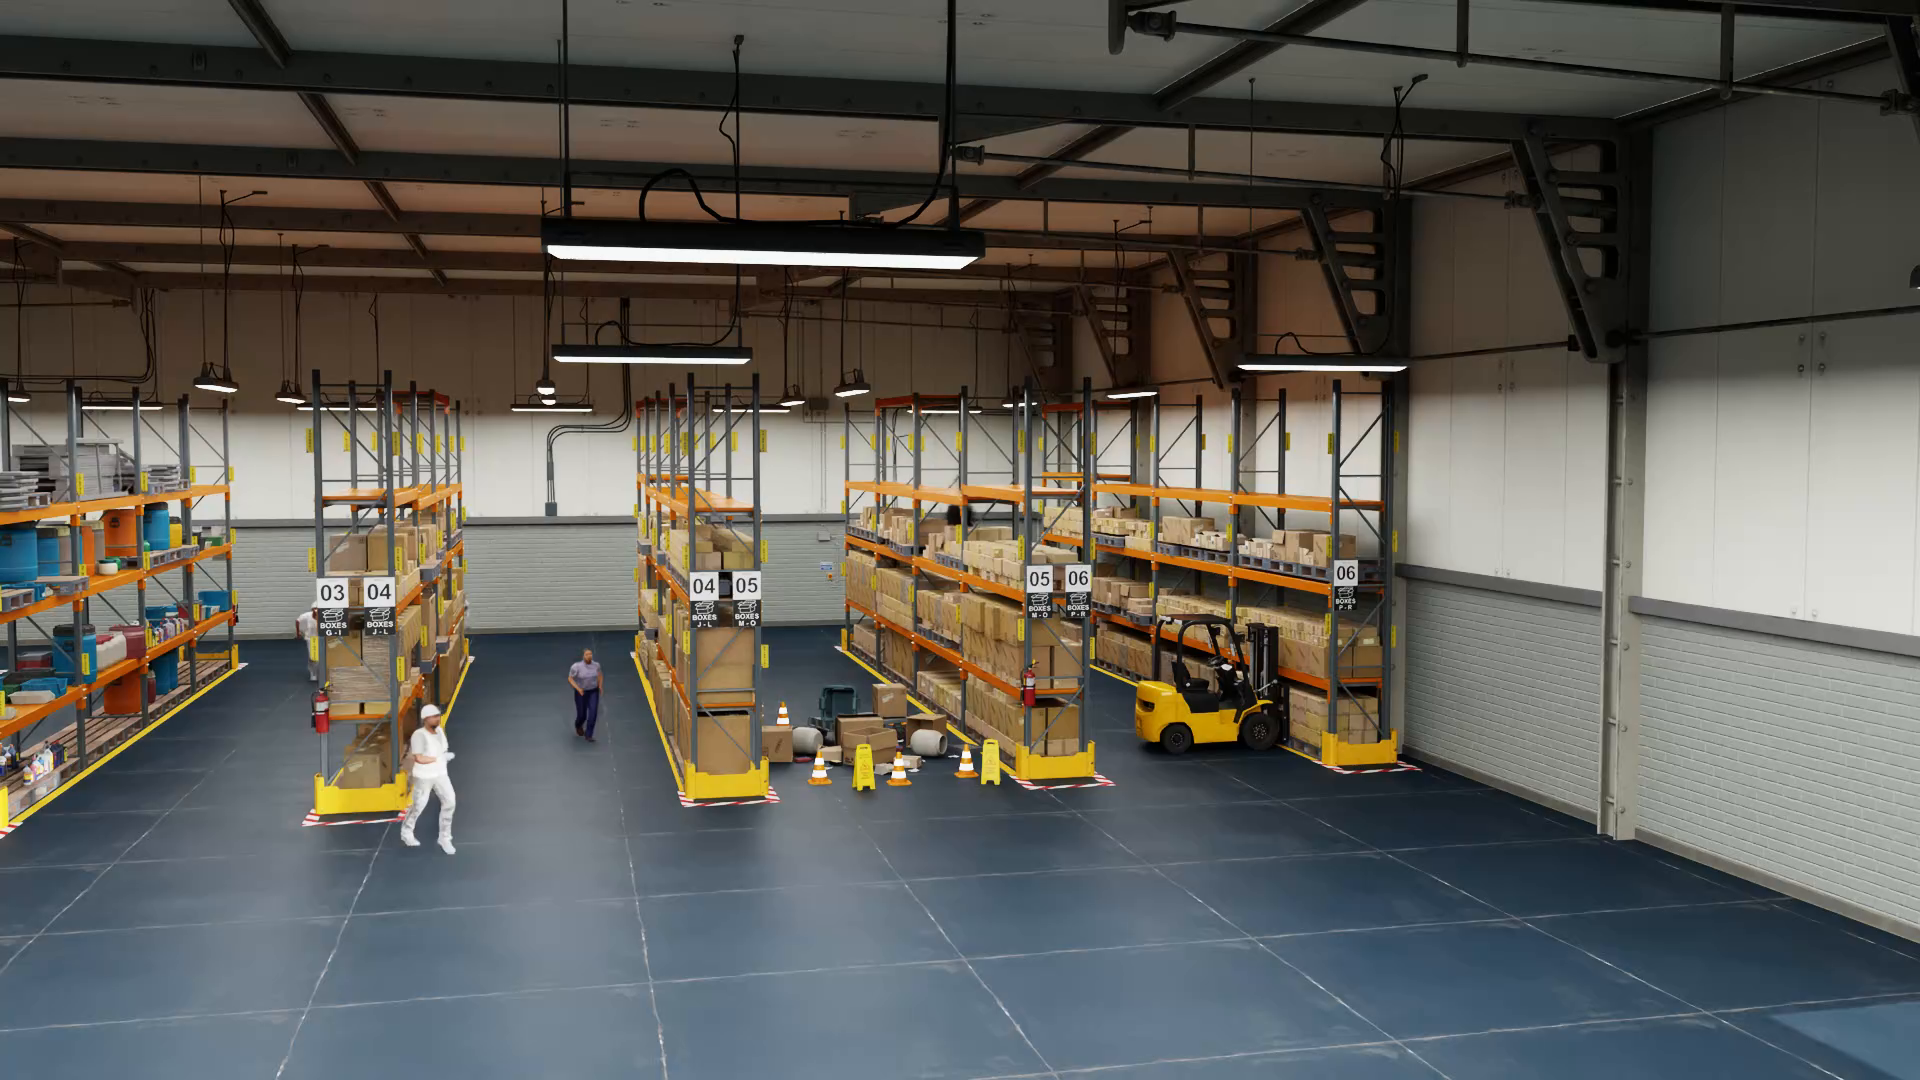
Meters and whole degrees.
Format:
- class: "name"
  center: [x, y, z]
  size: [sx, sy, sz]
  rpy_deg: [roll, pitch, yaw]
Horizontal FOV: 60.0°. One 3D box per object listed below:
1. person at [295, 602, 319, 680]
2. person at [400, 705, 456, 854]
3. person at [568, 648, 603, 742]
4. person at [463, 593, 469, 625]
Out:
- class: "person"
  center: [-13.645, 2.136, 35.183]
  size: [0.698, 1.682, 0.711]
  rpy_deg: [-2, 4, -31]
- class: "person"
  center: [-6.494, 2.930, 20.368]
  size: [0.878, 1.842, 0.641]
  rpy_deg: [2, 4, 29]
- class: "person"
  center: [-6.319, 2.607, 28.074]
  size: [0.606, 1.583, 0.640]
  rpy_deg: [-2, 4, -25]
- class: "person"
  center: [-12.069, 1.973, 39.763]
  size: [0.620, 1.486, 0.977]
  rpy_deg: [-3, 5, -44]
